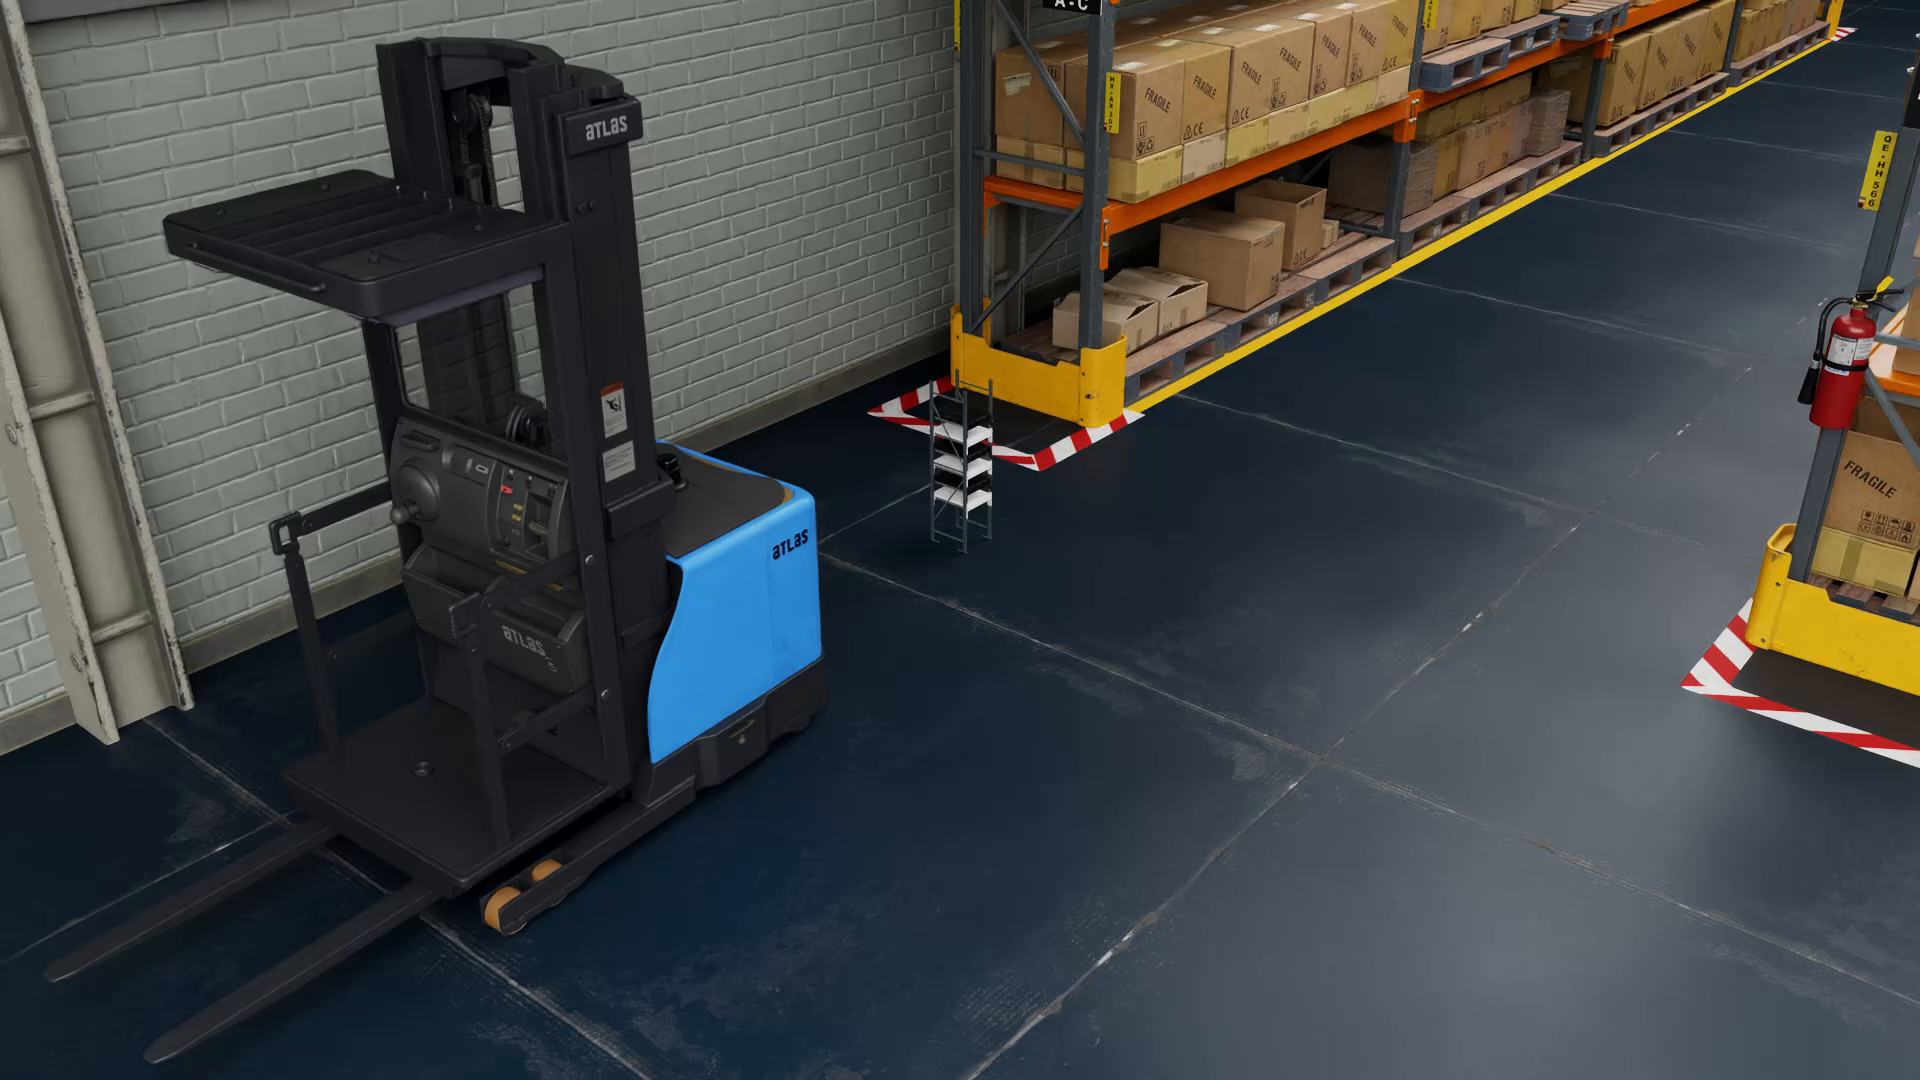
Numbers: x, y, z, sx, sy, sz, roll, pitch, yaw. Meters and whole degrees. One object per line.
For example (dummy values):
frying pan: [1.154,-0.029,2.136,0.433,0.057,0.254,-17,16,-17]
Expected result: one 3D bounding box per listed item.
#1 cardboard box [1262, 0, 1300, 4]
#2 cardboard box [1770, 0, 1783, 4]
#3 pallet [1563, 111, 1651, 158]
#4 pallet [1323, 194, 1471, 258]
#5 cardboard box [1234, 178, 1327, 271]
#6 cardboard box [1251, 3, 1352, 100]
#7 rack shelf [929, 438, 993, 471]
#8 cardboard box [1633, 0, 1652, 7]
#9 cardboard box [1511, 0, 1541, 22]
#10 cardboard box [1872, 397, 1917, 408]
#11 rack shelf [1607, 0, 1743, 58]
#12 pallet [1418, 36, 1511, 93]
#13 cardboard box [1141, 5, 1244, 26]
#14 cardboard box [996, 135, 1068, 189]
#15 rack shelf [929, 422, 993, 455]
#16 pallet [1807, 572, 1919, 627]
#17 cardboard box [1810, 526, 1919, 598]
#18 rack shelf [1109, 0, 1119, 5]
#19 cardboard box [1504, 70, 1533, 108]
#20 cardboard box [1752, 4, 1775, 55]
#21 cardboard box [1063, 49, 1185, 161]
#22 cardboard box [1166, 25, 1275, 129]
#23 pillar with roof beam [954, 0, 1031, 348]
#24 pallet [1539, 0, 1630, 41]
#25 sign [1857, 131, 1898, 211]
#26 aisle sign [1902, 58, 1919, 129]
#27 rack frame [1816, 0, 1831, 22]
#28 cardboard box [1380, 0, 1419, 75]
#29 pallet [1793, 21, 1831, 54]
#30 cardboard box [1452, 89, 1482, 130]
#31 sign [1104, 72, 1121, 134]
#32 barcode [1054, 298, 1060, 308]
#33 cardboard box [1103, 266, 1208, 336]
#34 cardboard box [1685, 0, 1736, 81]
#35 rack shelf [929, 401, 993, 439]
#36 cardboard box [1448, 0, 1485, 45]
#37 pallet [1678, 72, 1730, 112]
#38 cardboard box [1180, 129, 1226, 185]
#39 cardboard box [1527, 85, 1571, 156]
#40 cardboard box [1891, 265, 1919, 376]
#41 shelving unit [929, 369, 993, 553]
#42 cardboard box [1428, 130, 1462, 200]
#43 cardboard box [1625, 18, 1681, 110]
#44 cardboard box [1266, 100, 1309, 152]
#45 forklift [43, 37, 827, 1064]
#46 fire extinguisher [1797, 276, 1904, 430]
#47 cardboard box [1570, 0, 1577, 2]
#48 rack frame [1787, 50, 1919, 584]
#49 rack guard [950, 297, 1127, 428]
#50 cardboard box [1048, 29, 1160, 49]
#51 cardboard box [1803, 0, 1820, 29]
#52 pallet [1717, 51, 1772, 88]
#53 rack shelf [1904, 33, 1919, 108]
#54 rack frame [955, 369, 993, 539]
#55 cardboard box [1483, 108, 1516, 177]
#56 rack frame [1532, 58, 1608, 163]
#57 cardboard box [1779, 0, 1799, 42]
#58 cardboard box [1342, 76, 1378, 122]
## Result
cardboard box: [2.177,-3.607,11.783,0.500,0.500,0.500,21,34,34]
cardboard box: [9.302,-6.309,19.238,0.380,0.149,0.250,20,33,33]
pallet: [6.073,-4.057,16.362,1.003,0.211,1.213,21,34,34]
pallet: [3.463,-2.658,13.658,1.003,0.211,1.213,21,34,34]
cardboard box: [2.339,-2.325,12.222,0.500,0.500,0.500,18,32,31]
cardboard box: [2.265,-3.283,11.157,0.500,0.500,0.500,20,33,33]
rack shelf: [0.005,-0.453,8.523,0.258,0.077,0.200,21,34,34]
cardboard box: [6.302,-5.140,15.674,0.380,0.149,0.250,22,35,36]
cardboard box: [4.446,-4.660,13.906,0.700,0.500,0.500,21,34,34]
cardboard box: [4.985,-0.689,8.537,0.500,0.500,0.500,21,34,34]
rack shelf: [6.785,-5.427,16.760,1.077,0.370,4.000,21,34,34]
pallet: [3.567,-3.763,12.968,1.003,0.211,1.213,21,34,34]
cardboard box: [1.534,-3.245,11.083,0.500,0.500,0.500,21,34,35]
cardboard box: [0.572,-2.366,10.201,0.500,0.250,0.500,21,34,35]
rack shelf: [0.005,-0.533,8.481,0.258,0.077,0.200,21,34,34]
pallet: [4.703,0.200,8.133,1.003,0.211,1.213,21,34,34]
cardboard box: [4.362,0.003,8.015,0.500,0.250,0.500,21,34,34]
rack shelf: [1.696,-3.923,10.588,1.077,0.370,4.000,21,34,34]
cardboard box: [4.684,-4.002,14.647,0.500,0.250,0.500,21,34,35]
cardboard box: [8.934,-5.945,19.240,0.700,0.500,0.500,20,34,34]
cardboard box: [0.960,-2.558,9.756,0.500,0.500,0.500,21,34,34]
cardboard box: [1.615,-2.912,10.440,0.500,0.500,0.500,19,33,33]
pillar with roof beam: [3.524,-4.109,6.899,9.100,9.000,0.400,21,34,34]
pallet: [5.142,-4.669,14.719,1.213,0.211,1.003,21,34,34]
sign: [3.839,-1.538,6.941,0.100,0.325,0.005,21,34,34]
aisle sign: [3.981,-1.972,6.469,0.394,0.787,0.004,21,34,34]
rack frame: [10.601,-7.874,20.707,1.000,3.000,0.127,21,34,34]
cardboard box: [2.907,-3.637,11.841,0.500,0.500,0.500,21,34,34]
pallet: [10.153,-6.329,20.755,1.003,0.211,1.213,21,34,34]
cardboard box: [4.029,-3.646,13.960,0.500,0.250,0.500,20,33,33]
sign: [0.843,-2.427,9.236,0.100,0.325,0.005,21,34,34]
barcode: [0.637,-1.549,10.917,0.001,0.075,0.075,21,34,34]
cardboard box: [1.296,-1.624,11.072,0.500,0.311,0.500,24,36,38]
cardboard box: [7.744,-5.419,17.844,0.750,0.750,0.750,21,34,35]
rack shelf: [0.005,-0.613,8.440,0.258,0.077,0.200,21,34,34]
cardboard box: [3.680,-4.226,13.067,0.500,0.500,0.700,-24,36,-39]
pallet: [7.625,-4.922,18.035,1.003,0.211,1.213,21,34,34]
cardboard box: [1.299,-2.412,10.290,0.500,0.250,0.500,20,33,33]
cardboard box: [5.095,-3.853,15.174,0.700,0.500,0.500,21,34,35]
cardboard box: [4.556,-0.961,7.235,0.700,0.500,0.500,21,34,34]
shelving unit: [0.005,-0.403,8.549,0.258,0.900,0.210,21,34,34]
cardboard box: [3.714,-3.169,13.852,0.700,0.500,0.500,20,33,33]
cardboard box: [6.644,-4.801,16.648,0.750,0.750,0.750,21,34,34]
cardboard box: [1.951,-2.770,10.981,0.500,0.250,0.500,21,34,35]
forklift: [-1.859,-0.135,5.821,1.130,2.935,3.031,19,33,32]
fire extinguisher: [3.816,-0.815,7.144,0.296,0.674,0.183,21,34,34]
cardboard box: [5.222,-5.108,14.772,0.700,0.500,0.500,16,32,29]
rack frame: [4.249,-0.755,6.945,1.000,3.000,0.127,21,34,34]
rack guard: [0.473,-1.118,10.367,1.175,0.500,0.348,21,34,34]
cardboard box: [0.888,-2.882,10.381,0.500,0.500,0.500,21,34,35]
cardboard box: [10.233,-6.673,20.648,0.700,0.500,0.500,21,34,34]
pallet: [8.601,-5.464,19.083,1.003,0.211,1.213,21,34,34]
rack shelf: [5.521,-2.477,7.792,1.077,0.370,4.000,21,34,34]
rack frame: [0.070,-0.439,8.618,0.240,0.900,0.006,21,34,34]
cardboard box: [4.384,-3.519,14.530,0.700,0.500,0.500,21,34,34]
rack frame: [5.513,-5.038,15.224,1.000,3.000,0.127,21,34,34]
cardboard box: [9.596,-6.317,19.960,0.700,0.500,0.500,19,33,33]
cardboard box: [2.578,-3.131,11.680,0.500,0.250,0.500,21,34,35]
